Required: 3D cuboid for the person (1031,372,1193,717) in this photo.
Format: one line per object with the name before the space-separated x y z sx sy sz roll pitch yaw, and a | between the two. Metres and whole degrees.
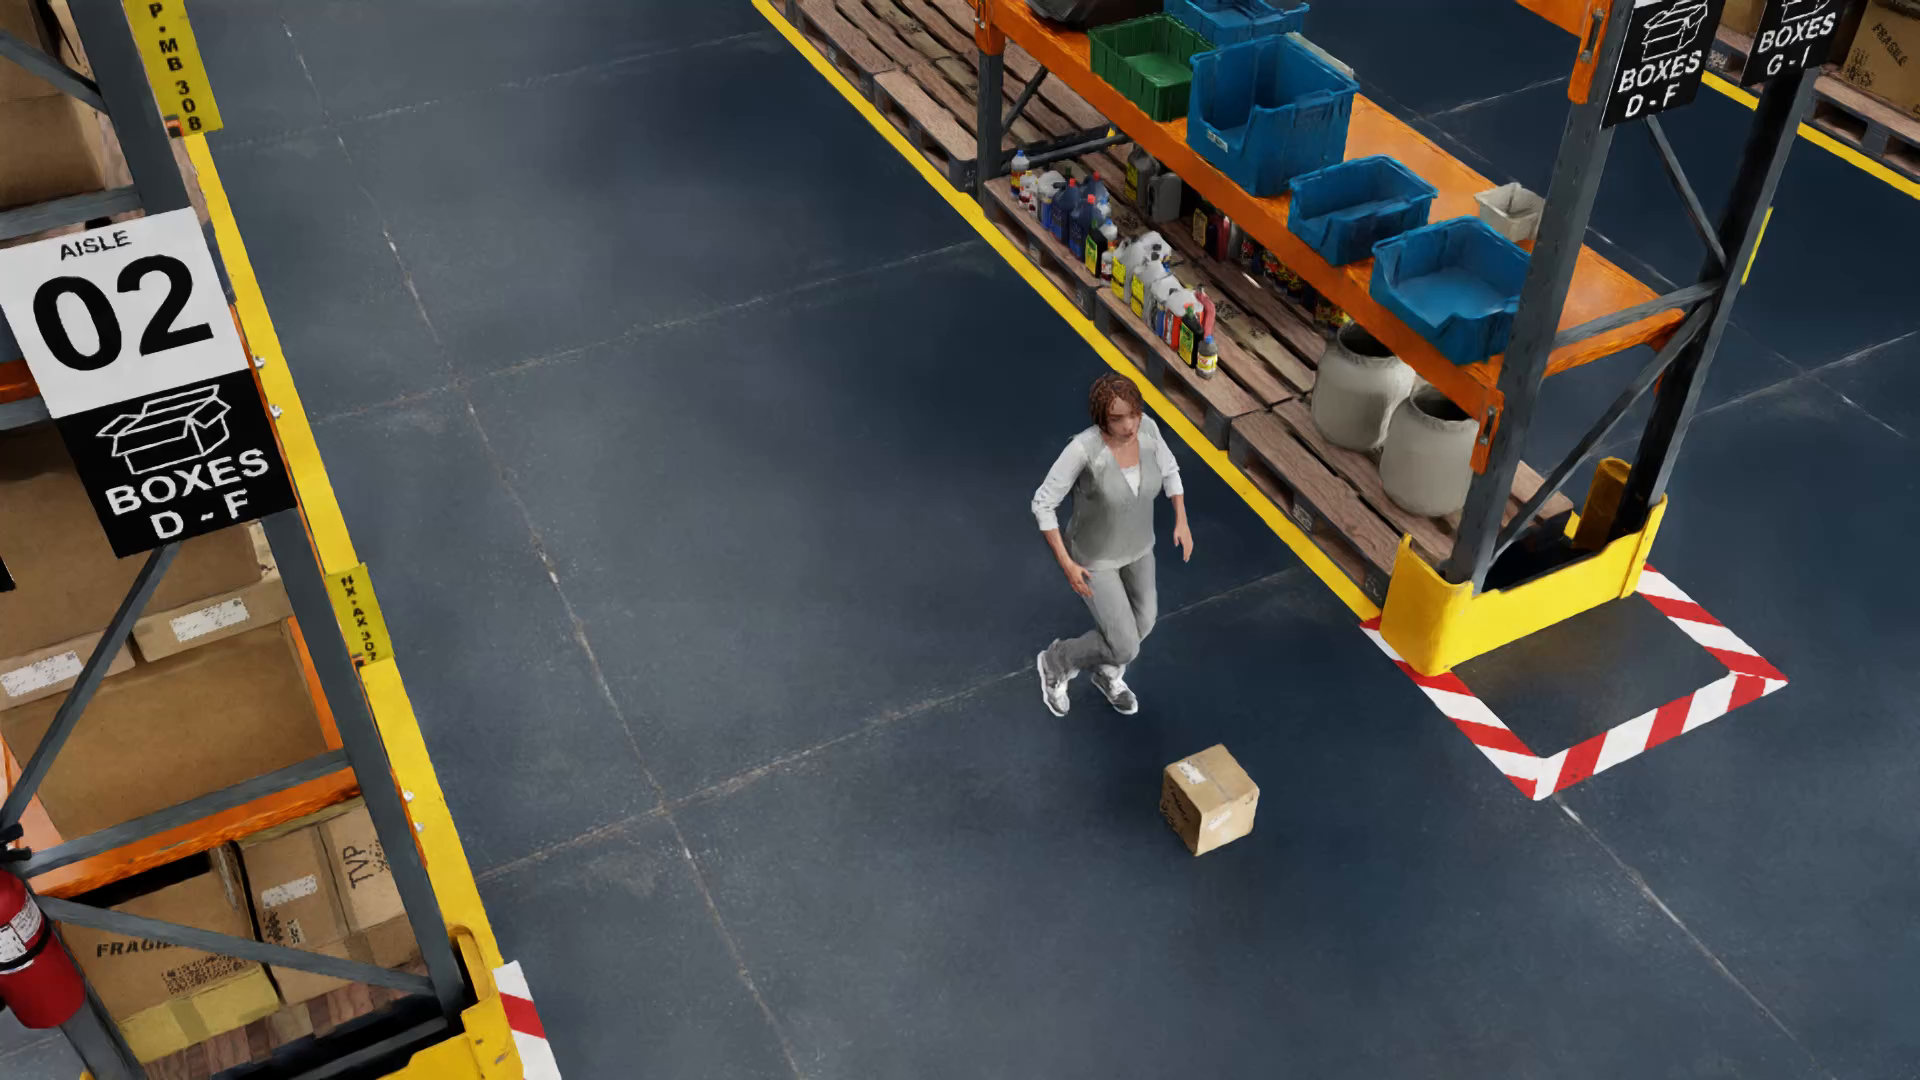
person | 0.601 0.056 6.130 0.585 1.567 0.433 -29 50 -29
